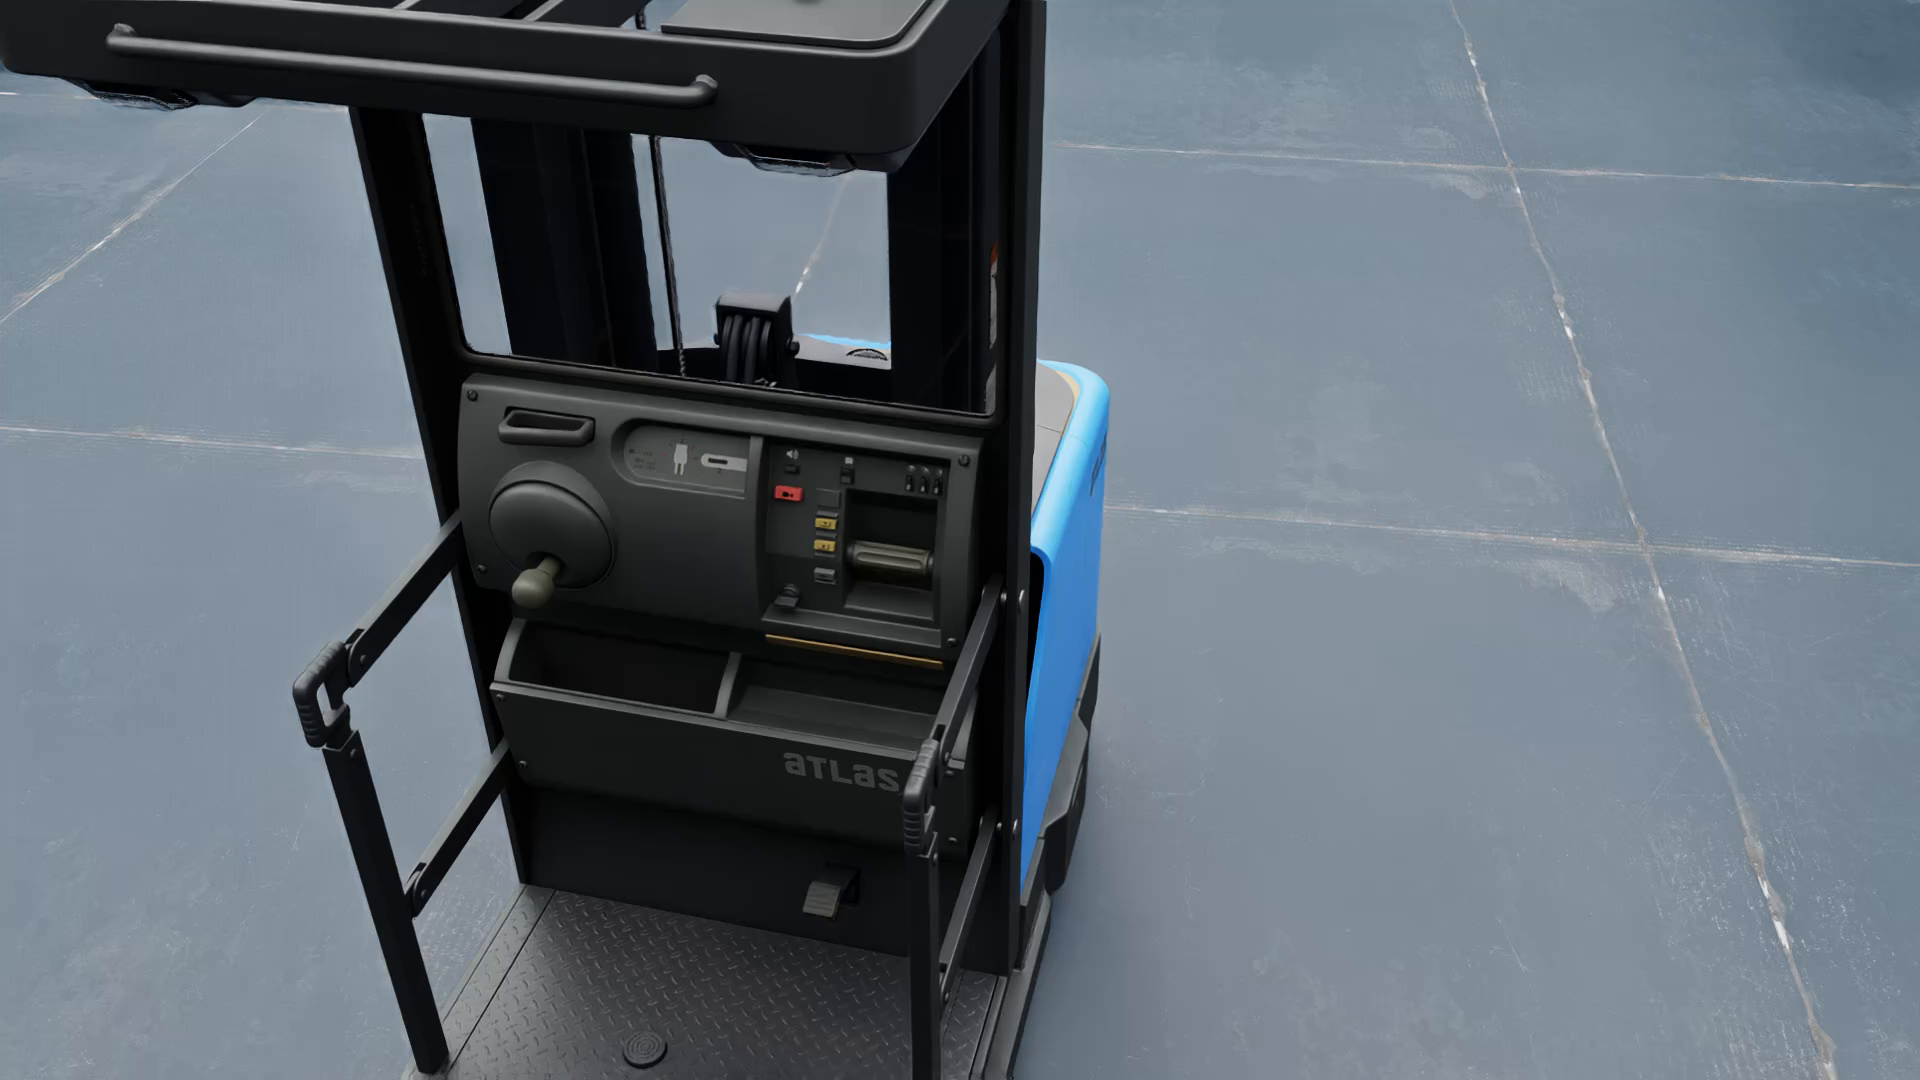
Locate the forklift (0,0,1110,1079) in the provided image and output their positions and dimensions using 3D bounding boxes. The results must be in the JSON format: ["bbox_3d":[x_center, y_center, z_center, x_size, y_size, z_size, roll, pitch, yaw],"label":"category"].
[{"bbox_3d":[-0.476,0.028,2.687,1.130,2.935,3.031,8,36,11],"label":"forklift"}]
